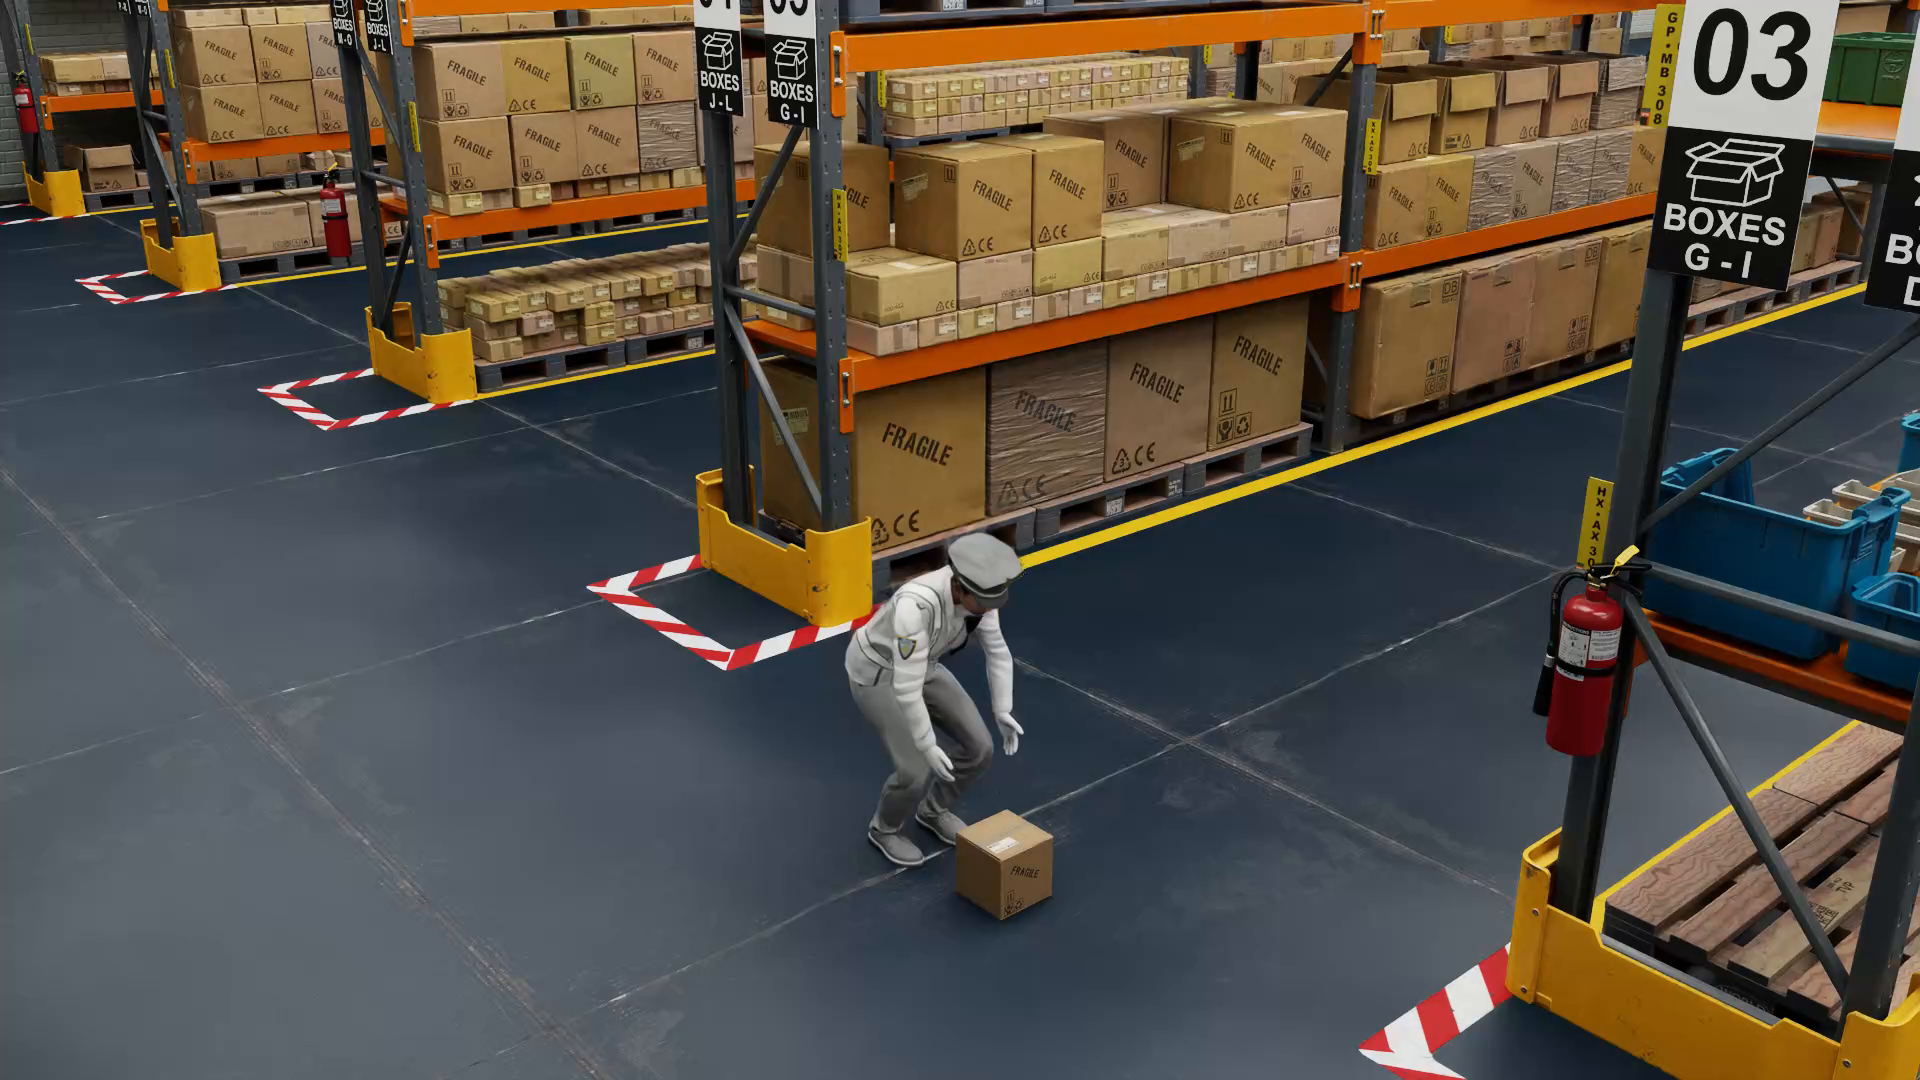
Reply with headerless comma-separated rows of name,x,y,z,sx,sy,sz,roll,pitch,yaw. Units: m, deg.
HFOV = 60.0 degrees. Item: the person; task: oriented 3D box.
person,-0.078,0.561,6.119,0.534,1.320,0.739,-17,27,-37
